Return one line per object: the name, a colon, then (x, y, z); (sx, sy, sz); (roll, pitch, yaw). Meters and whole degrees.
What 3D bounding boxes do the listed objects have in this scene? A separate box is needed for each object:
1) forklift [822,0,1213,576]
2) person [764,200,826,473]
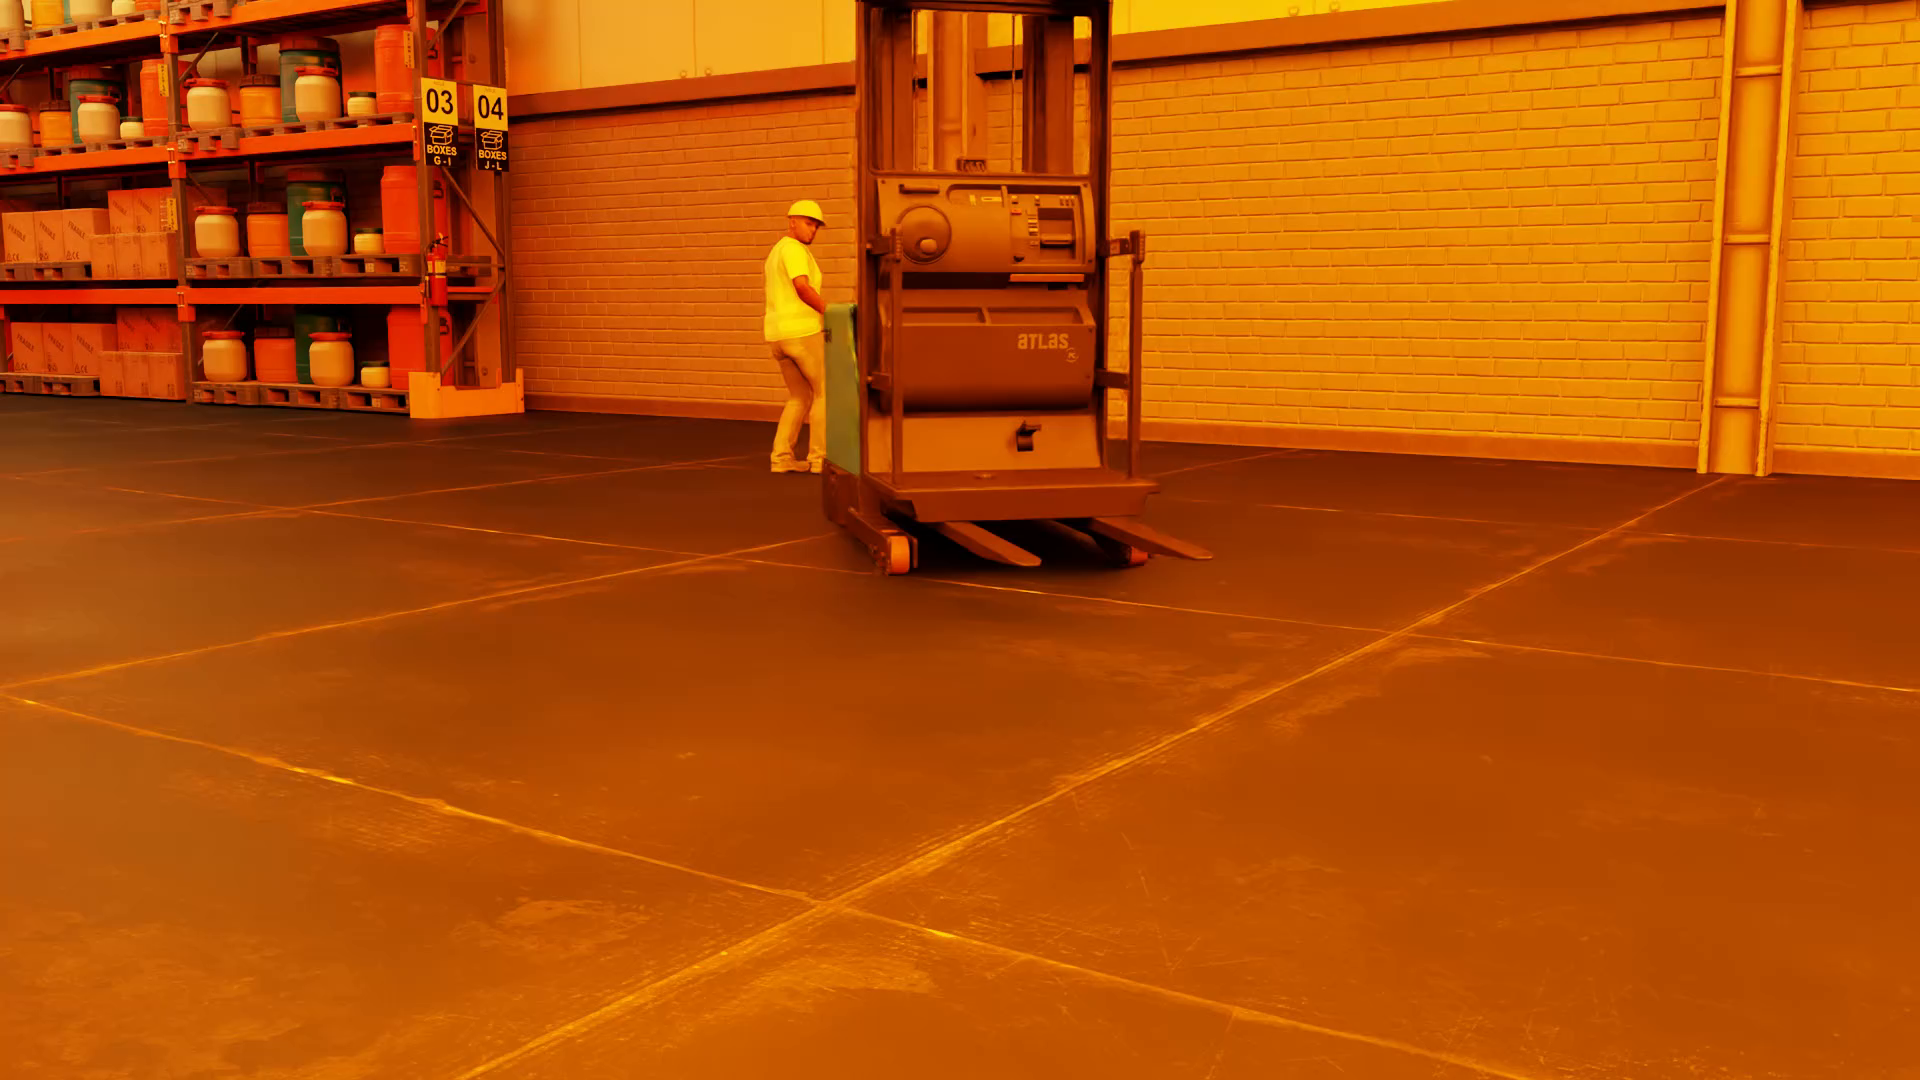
forklift: (0.167, -1.366, 6.802); (1.130, 2.935, 3.031); (-2, 8, -14)
person: (-0.987, -1.287, 10.569); (0.513, 1.723, 0.783); (-5, 9, -30)
